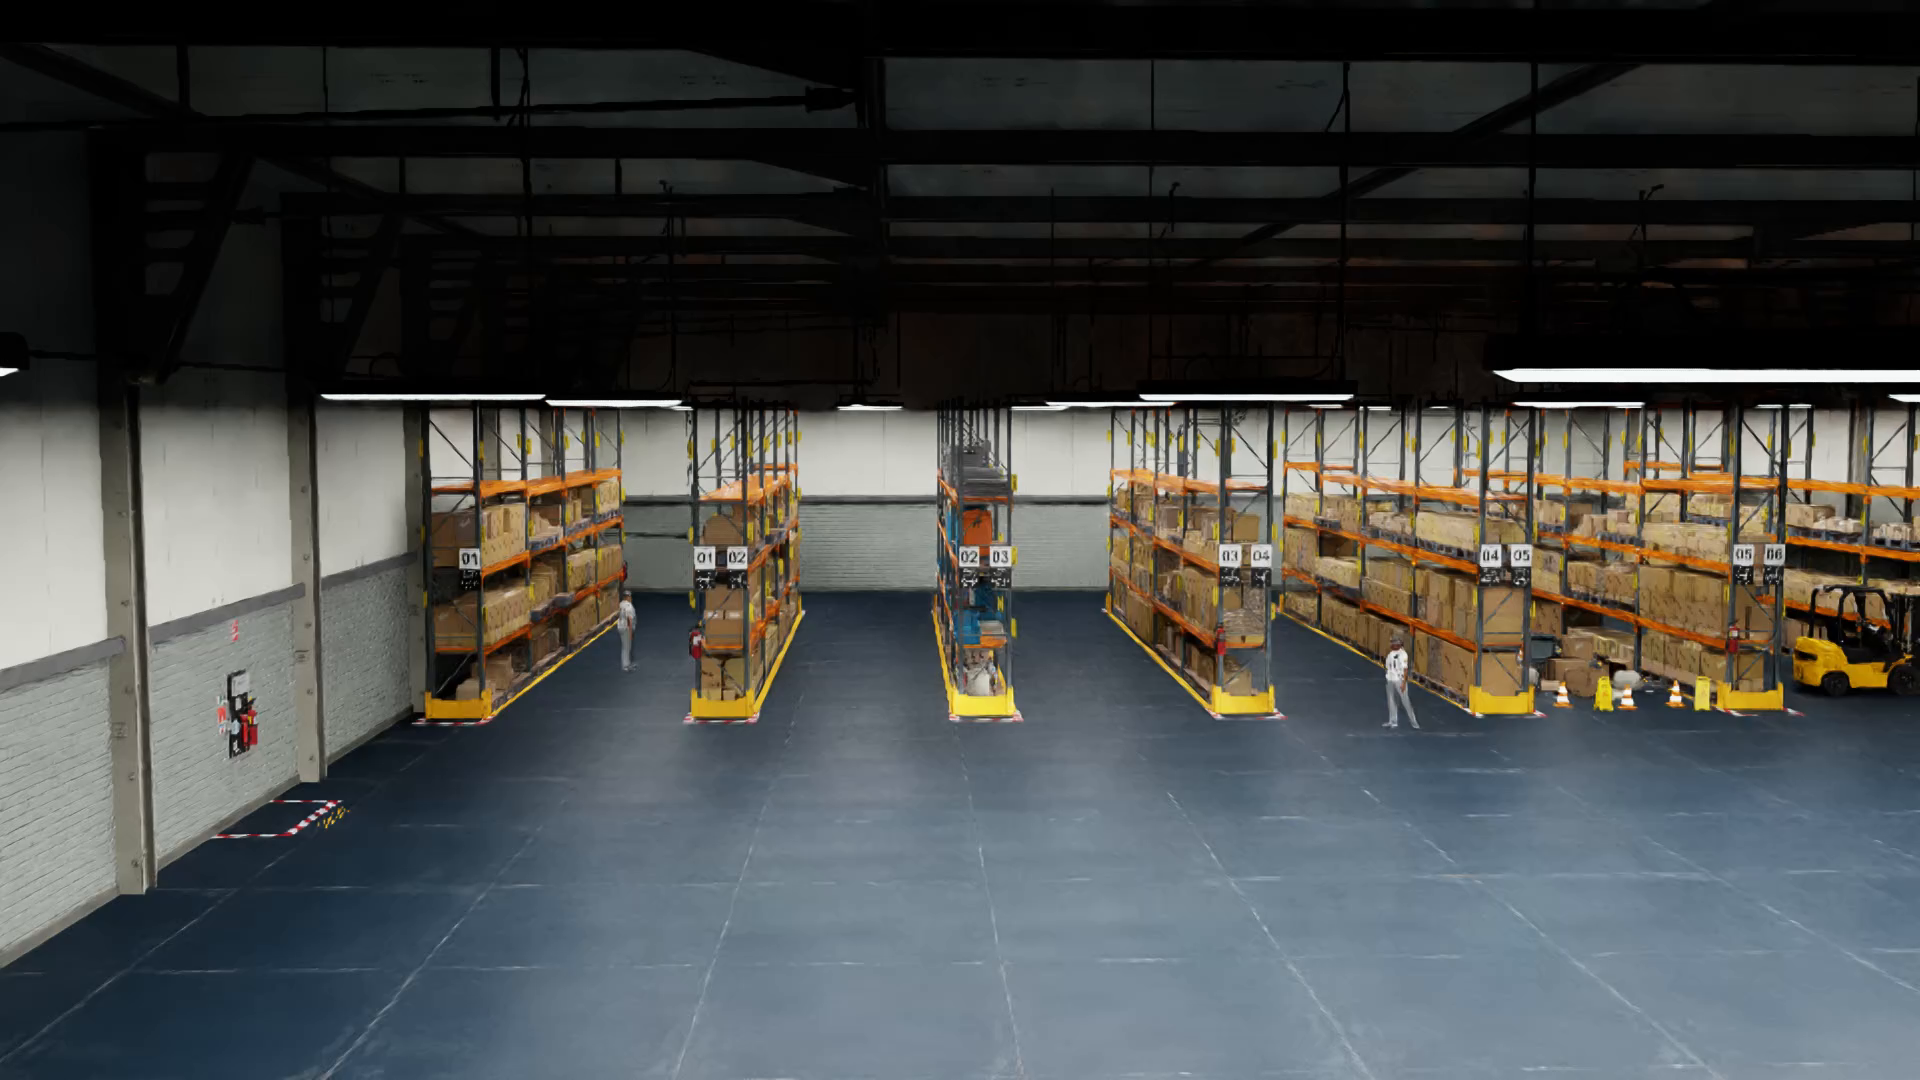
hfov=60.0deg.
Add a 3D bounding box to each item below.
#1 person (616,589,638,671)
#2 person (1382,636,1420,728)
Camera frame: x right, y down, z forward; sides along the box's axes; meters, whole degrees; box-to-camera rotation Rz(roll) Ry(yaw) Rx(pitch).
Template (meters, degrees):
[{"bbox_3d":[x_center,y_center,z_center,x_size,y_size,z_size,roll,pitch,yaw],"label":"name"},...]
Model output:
[{"bbox_3d":[-7.343,1.982,36.871,0.492,1.768,0.627,-2,5,-29],"label":"person"},{"bbox_3d":[8.014,2.570,30.144,0.499,1.664,0.663,-3,5,-32],"label":"person"}]
